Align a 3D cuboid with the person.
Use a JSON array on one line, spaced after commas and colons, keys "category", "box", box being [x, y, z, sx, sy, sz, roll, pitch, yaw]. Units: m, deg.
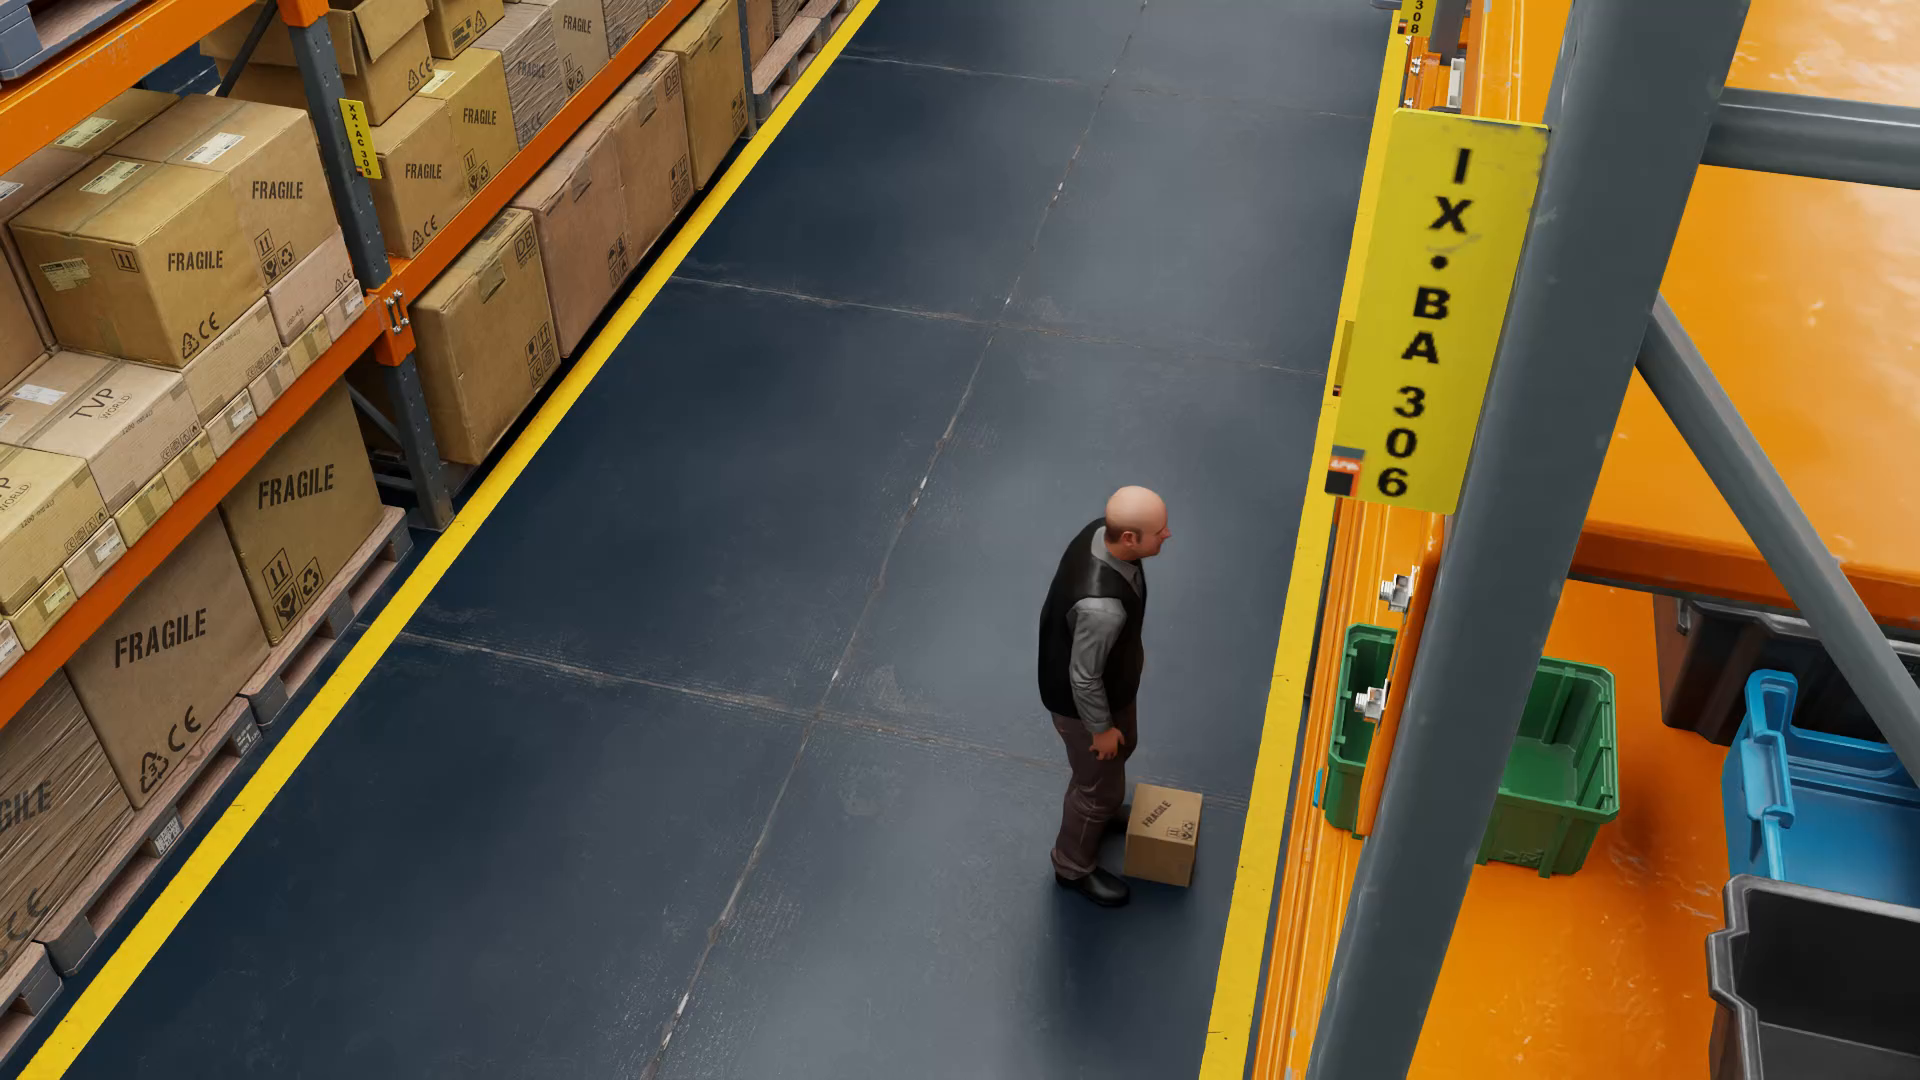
[{"category": "person", "box": [0.481, 0.503, 5.758, 0.417, 1.722, 0.580, 10, 42, 12]}]
